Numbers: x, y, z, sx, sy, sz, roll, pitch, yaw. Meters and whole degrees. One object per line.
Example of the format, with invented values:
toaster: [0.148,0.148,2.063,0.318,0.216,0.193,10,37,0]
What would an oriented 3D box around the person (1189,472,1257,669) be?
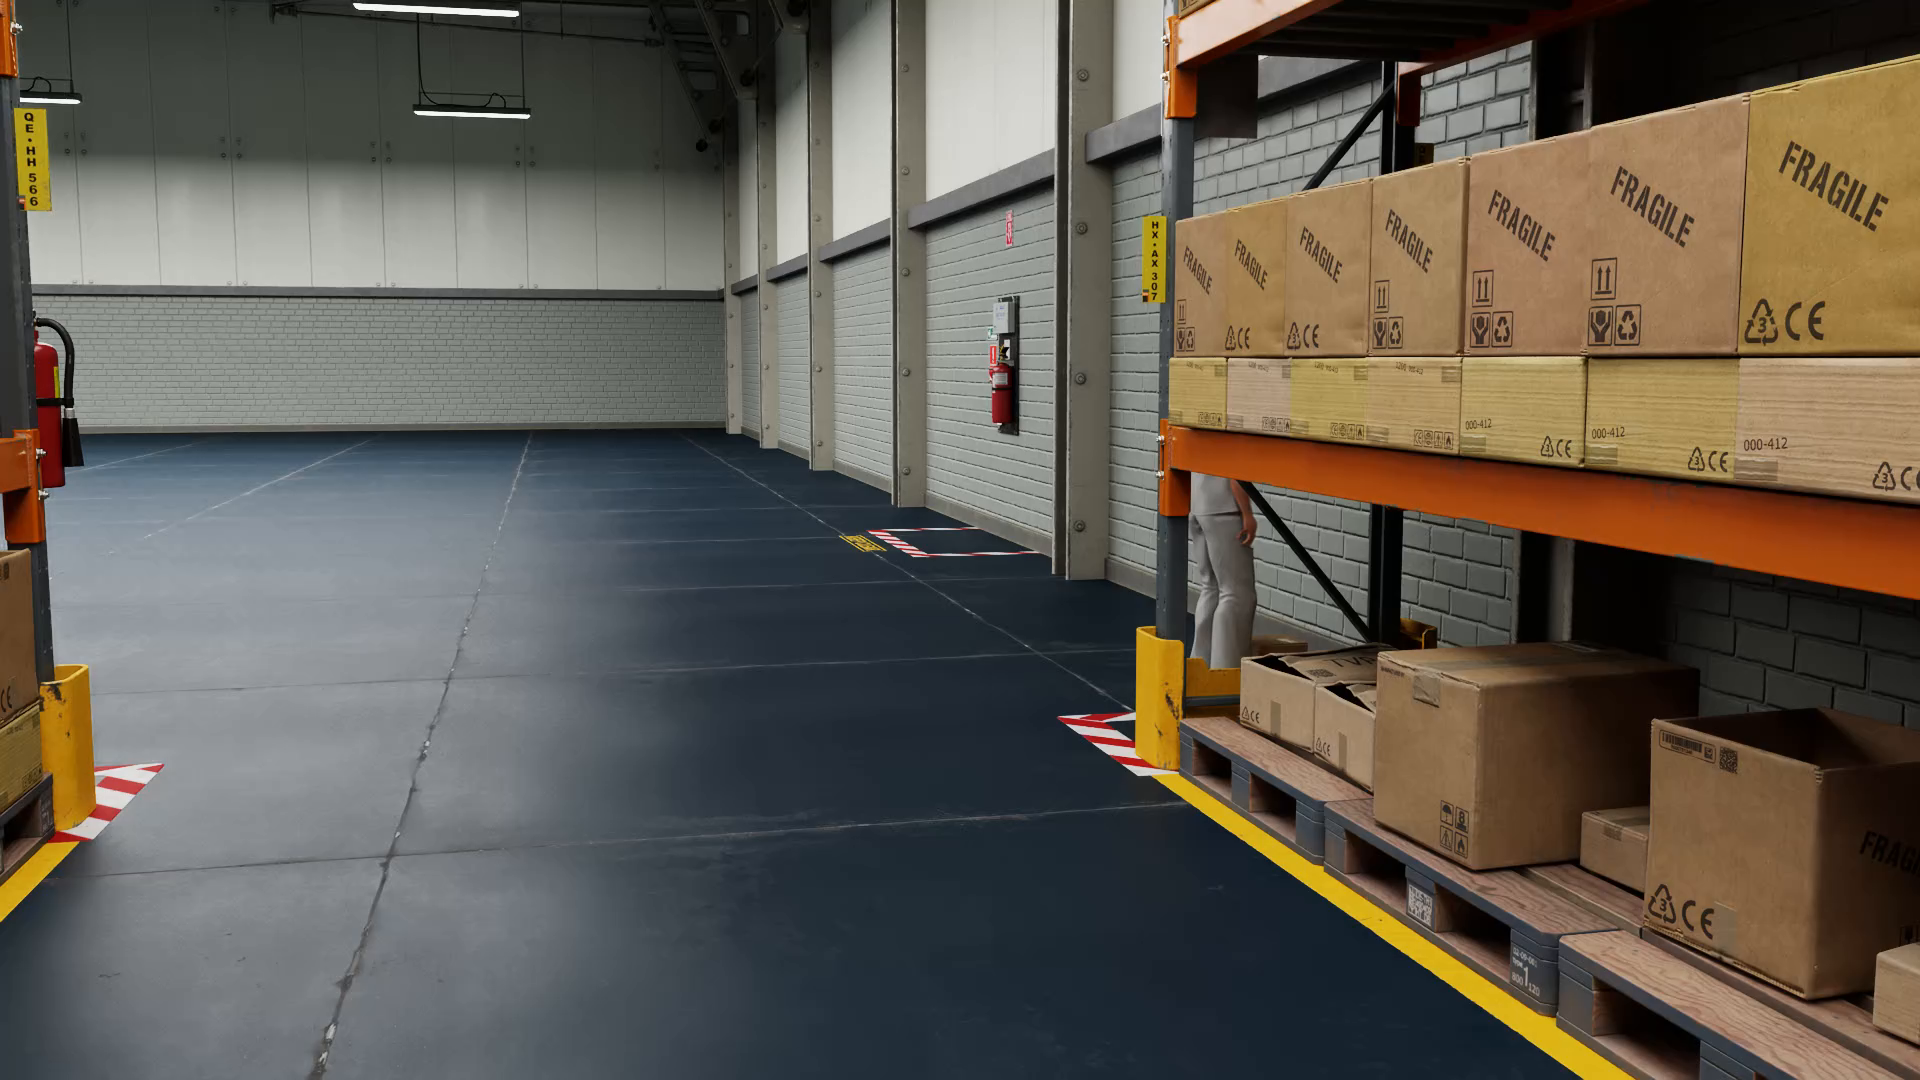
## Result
person: [1.223,-0.109,7.653,0.360,1.672,0.485,-1,6,-13]
